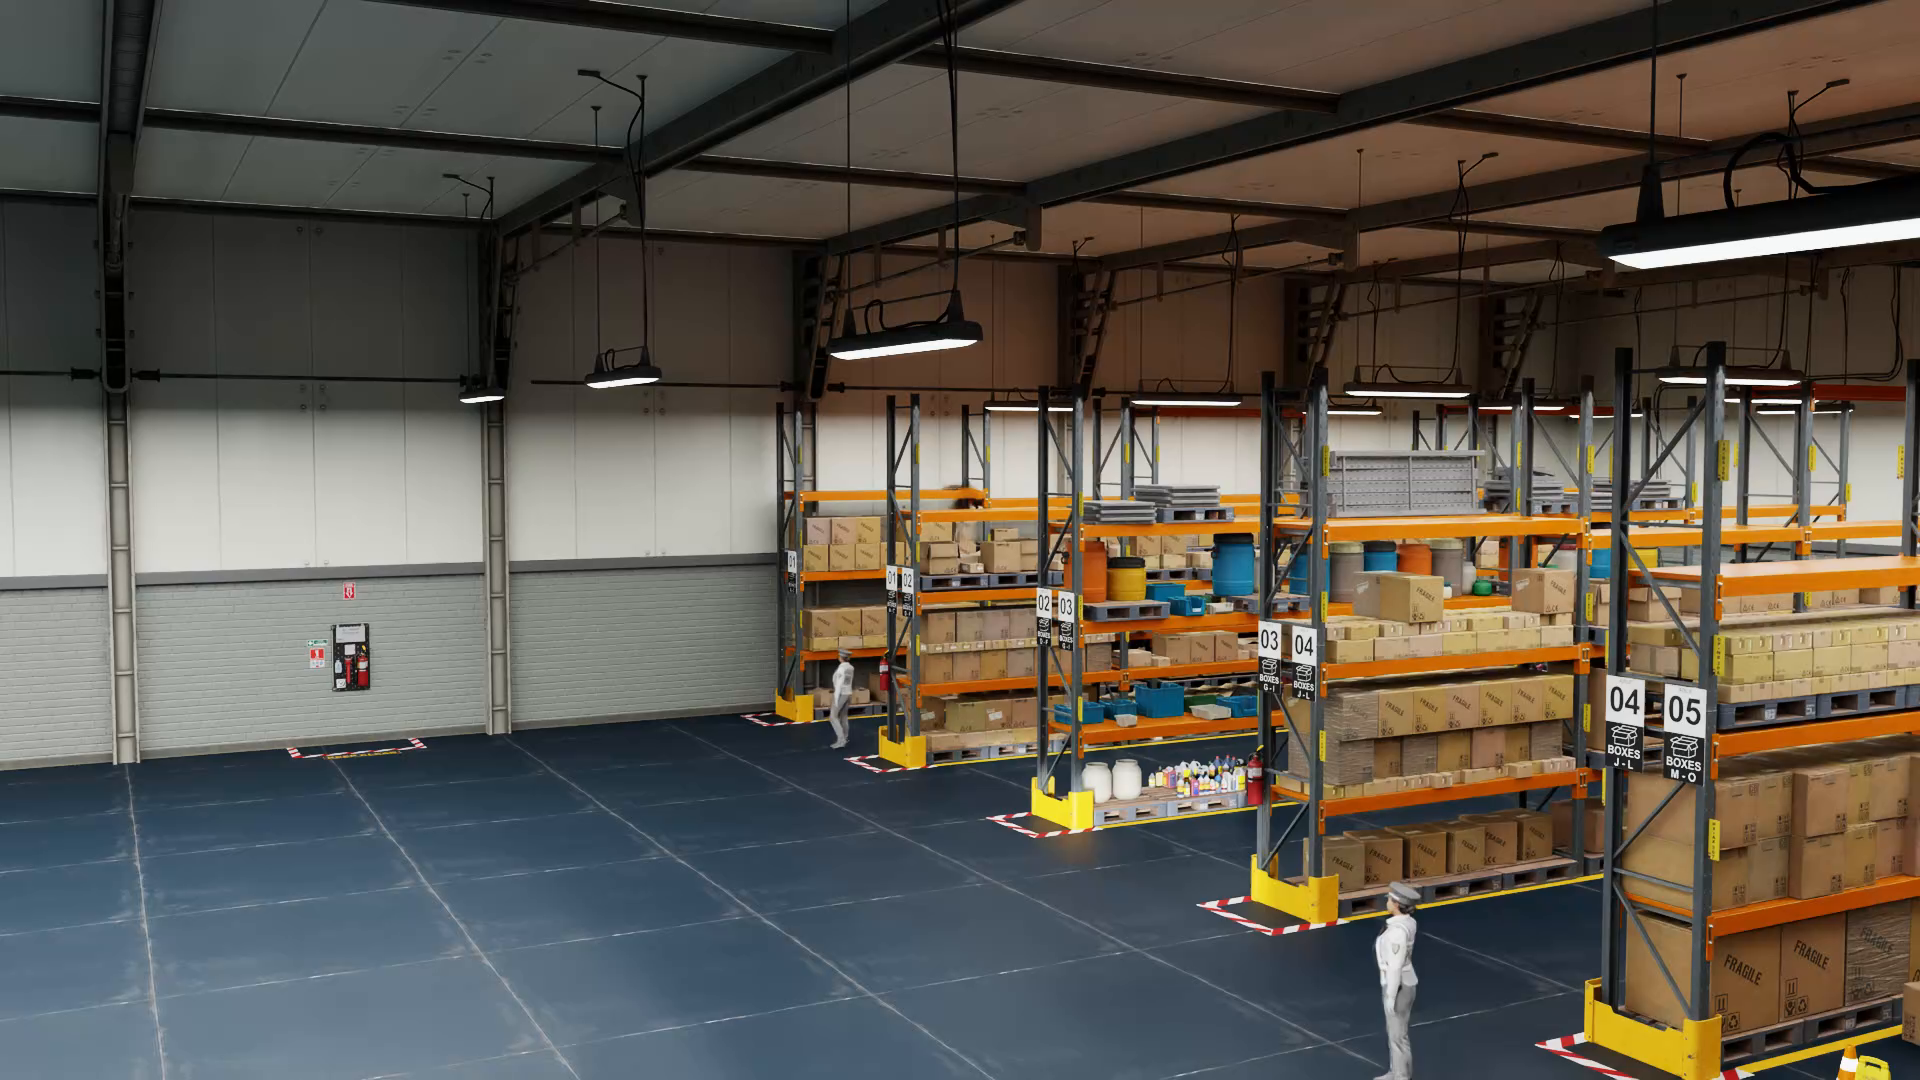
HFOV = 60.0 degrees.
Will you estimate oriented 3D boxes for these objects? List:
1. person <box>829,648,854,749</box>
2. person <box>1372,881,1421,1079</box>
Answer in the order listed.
[{"bbox_3d":[-2.034,2.719,28.512,0.357,1.703,0.530,1,4,24],"label":"person"},{"bbox_3d":[3.459,3.561,13.217,0.378,1.694,0.520,1,3,11],"label":"person"}]
